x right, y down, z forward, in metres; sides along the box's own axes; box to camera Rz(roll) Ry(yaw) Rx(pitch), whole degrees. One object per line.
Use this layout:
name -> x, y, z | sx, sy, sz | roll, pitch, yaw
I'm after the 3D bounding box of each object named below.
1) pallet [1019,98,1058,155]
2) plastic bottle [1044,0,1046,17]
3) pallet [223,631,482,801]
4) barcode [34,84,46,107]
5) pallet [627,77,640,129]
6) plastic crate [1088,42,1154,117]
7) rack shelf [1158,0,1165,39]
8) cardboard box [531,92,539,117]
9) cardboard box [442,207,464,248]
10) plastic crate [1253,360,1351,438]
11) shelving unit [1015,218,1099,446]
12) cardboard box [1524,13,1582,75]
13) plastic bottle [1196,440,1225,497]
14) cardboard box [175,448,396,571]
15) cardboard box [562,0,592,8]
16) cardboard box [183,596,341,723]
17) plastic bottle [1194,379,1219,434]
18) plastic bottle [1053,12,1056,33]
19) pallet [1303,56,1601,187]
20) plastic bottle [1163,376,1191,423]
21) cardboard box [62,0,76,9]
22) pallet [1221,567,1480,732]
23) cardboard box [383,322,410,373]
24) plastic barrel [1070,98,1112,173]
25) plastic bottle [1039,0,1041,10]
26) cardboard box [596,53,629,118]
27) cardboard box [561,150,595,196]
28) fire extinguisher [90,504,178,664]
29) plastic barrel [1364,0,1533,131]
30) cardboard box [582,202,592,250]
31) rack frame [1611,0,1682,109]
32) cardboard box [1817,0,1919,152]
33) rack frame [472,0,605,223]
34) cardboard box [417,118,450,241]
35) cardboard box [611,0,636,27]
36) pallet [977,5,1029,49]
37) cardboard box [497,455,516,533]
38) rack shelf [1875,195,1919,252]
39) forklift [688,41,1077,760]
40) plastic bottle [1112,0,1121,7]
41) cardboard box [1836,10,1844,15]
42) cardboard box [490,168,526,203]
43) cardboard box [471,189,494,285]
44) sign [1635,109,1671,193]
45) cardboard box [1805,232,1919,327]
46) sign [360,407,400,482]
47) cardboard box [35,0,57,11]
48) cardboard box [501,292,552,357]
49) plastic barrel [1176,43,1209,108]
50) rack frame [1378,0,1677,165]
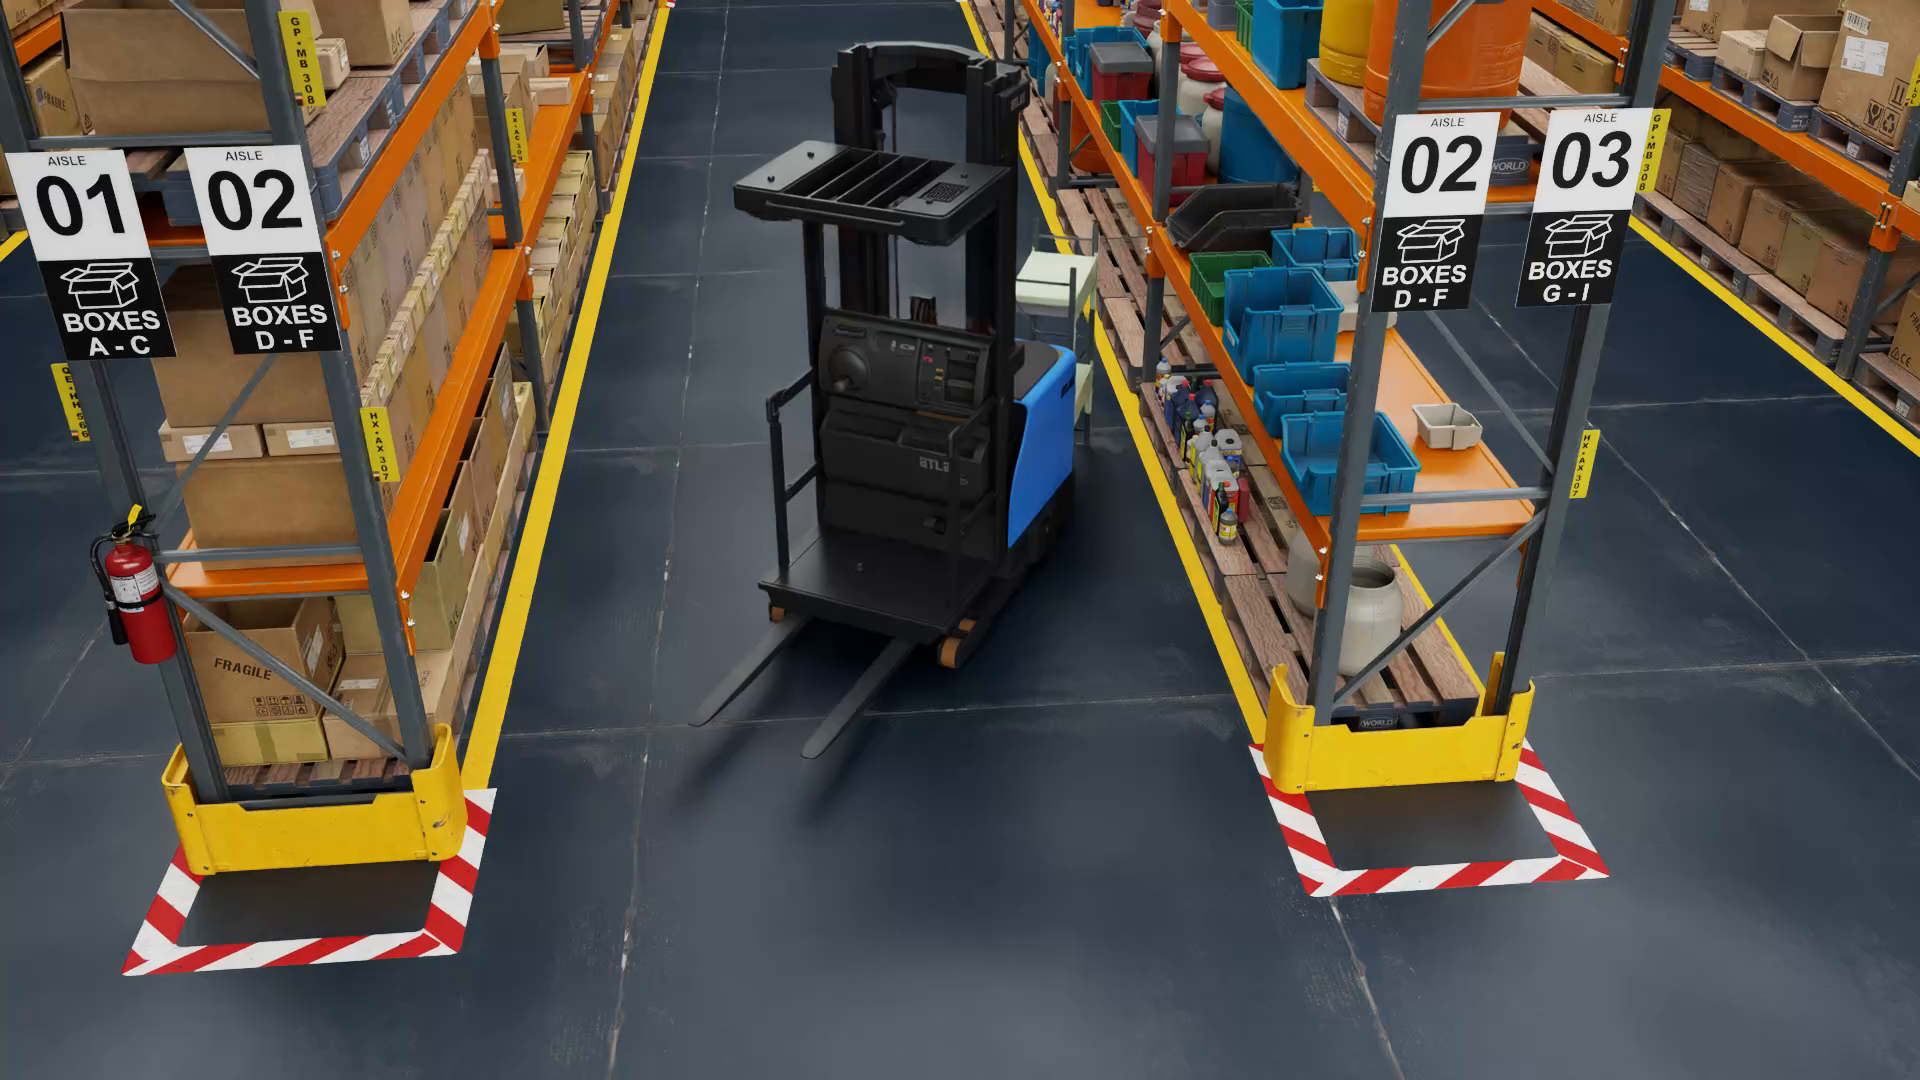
pallet -> 1.130, -4.088, 16.388 | 1.003, 0.211, 1.213 | -3, 31, -5
plastic bottle -> 0.815, -4.890, 15.205 | 0.097, 0.201, 0.097 | 0, 31, 0
pallet -> -2.942, 0.865, 8.096 | 1.003, 0.211, 1.213 | -3, 31, -5
barcode -> -3.337, -1.611, 6.031 | 0.001, 0.075, 0.075 | -3, 31, -5
pallet -> -3.836, -4.459, 17.010 | 1.003, 0.211, 1.213 | -3, 31, -5
plastic crate -> 1.202, -3.451, 12.540 | 0.402, 0.464, 0.583 | -3, 31, -5
rack shelf -> 1.543, -4.221, 11.668 | 1.077, 0.370, 4.000 | -3, 31, -5
cardboard box -> -3.401, -3.272, 12.547 | 0.380, 0.149, 0.250 | -1, 31, -1
cardboard box -> -2.871, -1.659, 8.872 | 0.380, 0.149, 0.250 | -3, 31, -5
plastic crate -> 1.704, -0.688, 8.122 | 0.499, 0.251, 0.408 | -3, 31, -5
shelving unit -> 0.553, -1.099, 10.127 | 0.431, 1.500, 0.755 | 7, 32, 12
cardboard box -> 6.168, -4.578, 16.151 | 1.225, 0.875, 0.875 | -3, 31, -4
plastic bottle -> 1.466, -0.432, 9.703 | 0.144, 0.351, 0.185 | -2, 31, -3
cardboard box -> -2.860, -0.225, 7.105 | 0.700, 0.500, 0.500 | -3, 31, -5
cardboard box -> -3.643, -5.043, 14.761 | 0.700, 0.500, 0.500 | 3, 31, 5
cardboard box -> -3.175, 0.475, 7.570 | 0.500, 0.500, 0.500 | -3, 31, -5
plastic bottle -> 1.535, -0.848, 10.398 | 0.144, 0.351, 0.185 | -3, 31, -5
plastic bottle -> 0.870, -4.591, 14.705 | 0.097, 0.201, 0.097 | 0, 31, 0
pallet -> 2.123, -1.813, 7.119 | 1.003, 0.211, 1.213 | -3, 31, -5
plastic bottle -> 1.380, -0.893, 10.547 | 0.152, 0.276, 0.135 | -2, 31, -3
cardboard box -> -8.502, -5.050, 15.506 | 0.380, 0.149, 0.250 | -3, 31, -5
pallet -> 1.979, 0.567, 8.595 | 1.003, 0.211, 1.213 | -3, 31, -5
cardboard box -> -2.722, -0.867, 7.546 | 0.380, 0.149, 0.250 | -3, 31, -5
plastic barrel -> 1.293, -3.761, 14.828 | 0.600, 0.830, 0.708 | -3, 31, -5
plastic bottle -> 0.813, -5.095, 15.403 | 0.144, 0.351, 0.185 | -3, 31, -5
cardboard box -> -3.534, -4.439, 16.265 | 0.500, 0.500, 0.500 | -2, 31, -4
cardboard box -> -3.282, -3.013, 13.594 | 0.500, 0.311, 0.500 | -2, 31, -3
fire extinguisher -> -3.280, 0.172, 6.612 | 0.296, 0.674, 0.183 | -3, 31, -5
plastic barrel -> 1.931, -2.073, 6.543 | 0.600, 0.830, 0.708 | -3, 31, -5
cardboard box -> -3.233, -2.508, 13.295 | 0.500, 0.250, 0.500 | -3, 31, -5
rack frame -> 6.287, -4.501, 14.360 | 1.000, 3.000, 0.127 | -3, 31, -5
cardboard box -> 6.726, -3.309, 11.370 | 1.000, 1.000, 1.000 | -3, 31, -4
rack frame -> -3.576, -4.028, 13.568 | 1.000, 3.000, 0.127 | -3, 31, -5
cardboard box -> -3.060, -1.846, 8.552 | 0.700, 0.500, 0.500 | -3, 31, -5
cardboard box -> -4.131, -6.146, 19.120 | 0.797, 0.503, 0.637 | -3, 31, -5
pallet -> 0.758, -6.106, 19.767 | 1.003, 0.211, 1.213 | -3, 31, -5
cardboard box -> -2.843, -0.249, 9.513 | 0.500, 0.250, 0.500 | -3, 31, -5
rack shelf -> 6.848, -1.128, 9.416 | 1.077, 0.370, 4.000 | -3, 31, -5
forklift -> -0.375, -0.840, 8.299 | 1.130, 2.935, 3.031 | 13, 33, 20
plastic bottle -> 1.508, -5.155, 15.575 | 0.152, 0.276, 0.135 | -3, 31, -5
cardboard box -> 10.455, -6.138, 19.471 | 0.380, 0.149, 0.250 | -4, 31, -6
cardboard box -> -3.082, -2.340, 10.987 | 0.380, 0.149, 0.250 | -3, 31, -5
cardboard box -> -3.155, -1.802, 9.745 | 0.700, 0.500, 0.500 | -4, 31, -6
sign -> 2.651, -1.495, 6.393 | 0.100, 0.325, 0.005 | -3, 31, -5
cardboard box -> 6.625, -1.889, 11.995 | 0.700, 0.500, 0.500 | -5, 31, -8
sign -> -2.276, -0.373, 6.527 | 0.100, 0.325, 0.005 | -3, 31, -5
cardboard box -> -8.440, -5.015, 14.814 | 0.500, 0.500, 0.500 | -2, 31, -3
cardboard box -> -2.993, -1.449, 10.976 | 0.500, 0.311, 0.500 | -3, 31, -4
plastic barrel -> 1.749, -3.374, 12.341 | 0.433, 0.535, 0.433 | 0, 31, 0
rack frame -> 2.103, -2.754, 5.586 | 1.000, 3.000, 0.127 | -3, 31, -5
